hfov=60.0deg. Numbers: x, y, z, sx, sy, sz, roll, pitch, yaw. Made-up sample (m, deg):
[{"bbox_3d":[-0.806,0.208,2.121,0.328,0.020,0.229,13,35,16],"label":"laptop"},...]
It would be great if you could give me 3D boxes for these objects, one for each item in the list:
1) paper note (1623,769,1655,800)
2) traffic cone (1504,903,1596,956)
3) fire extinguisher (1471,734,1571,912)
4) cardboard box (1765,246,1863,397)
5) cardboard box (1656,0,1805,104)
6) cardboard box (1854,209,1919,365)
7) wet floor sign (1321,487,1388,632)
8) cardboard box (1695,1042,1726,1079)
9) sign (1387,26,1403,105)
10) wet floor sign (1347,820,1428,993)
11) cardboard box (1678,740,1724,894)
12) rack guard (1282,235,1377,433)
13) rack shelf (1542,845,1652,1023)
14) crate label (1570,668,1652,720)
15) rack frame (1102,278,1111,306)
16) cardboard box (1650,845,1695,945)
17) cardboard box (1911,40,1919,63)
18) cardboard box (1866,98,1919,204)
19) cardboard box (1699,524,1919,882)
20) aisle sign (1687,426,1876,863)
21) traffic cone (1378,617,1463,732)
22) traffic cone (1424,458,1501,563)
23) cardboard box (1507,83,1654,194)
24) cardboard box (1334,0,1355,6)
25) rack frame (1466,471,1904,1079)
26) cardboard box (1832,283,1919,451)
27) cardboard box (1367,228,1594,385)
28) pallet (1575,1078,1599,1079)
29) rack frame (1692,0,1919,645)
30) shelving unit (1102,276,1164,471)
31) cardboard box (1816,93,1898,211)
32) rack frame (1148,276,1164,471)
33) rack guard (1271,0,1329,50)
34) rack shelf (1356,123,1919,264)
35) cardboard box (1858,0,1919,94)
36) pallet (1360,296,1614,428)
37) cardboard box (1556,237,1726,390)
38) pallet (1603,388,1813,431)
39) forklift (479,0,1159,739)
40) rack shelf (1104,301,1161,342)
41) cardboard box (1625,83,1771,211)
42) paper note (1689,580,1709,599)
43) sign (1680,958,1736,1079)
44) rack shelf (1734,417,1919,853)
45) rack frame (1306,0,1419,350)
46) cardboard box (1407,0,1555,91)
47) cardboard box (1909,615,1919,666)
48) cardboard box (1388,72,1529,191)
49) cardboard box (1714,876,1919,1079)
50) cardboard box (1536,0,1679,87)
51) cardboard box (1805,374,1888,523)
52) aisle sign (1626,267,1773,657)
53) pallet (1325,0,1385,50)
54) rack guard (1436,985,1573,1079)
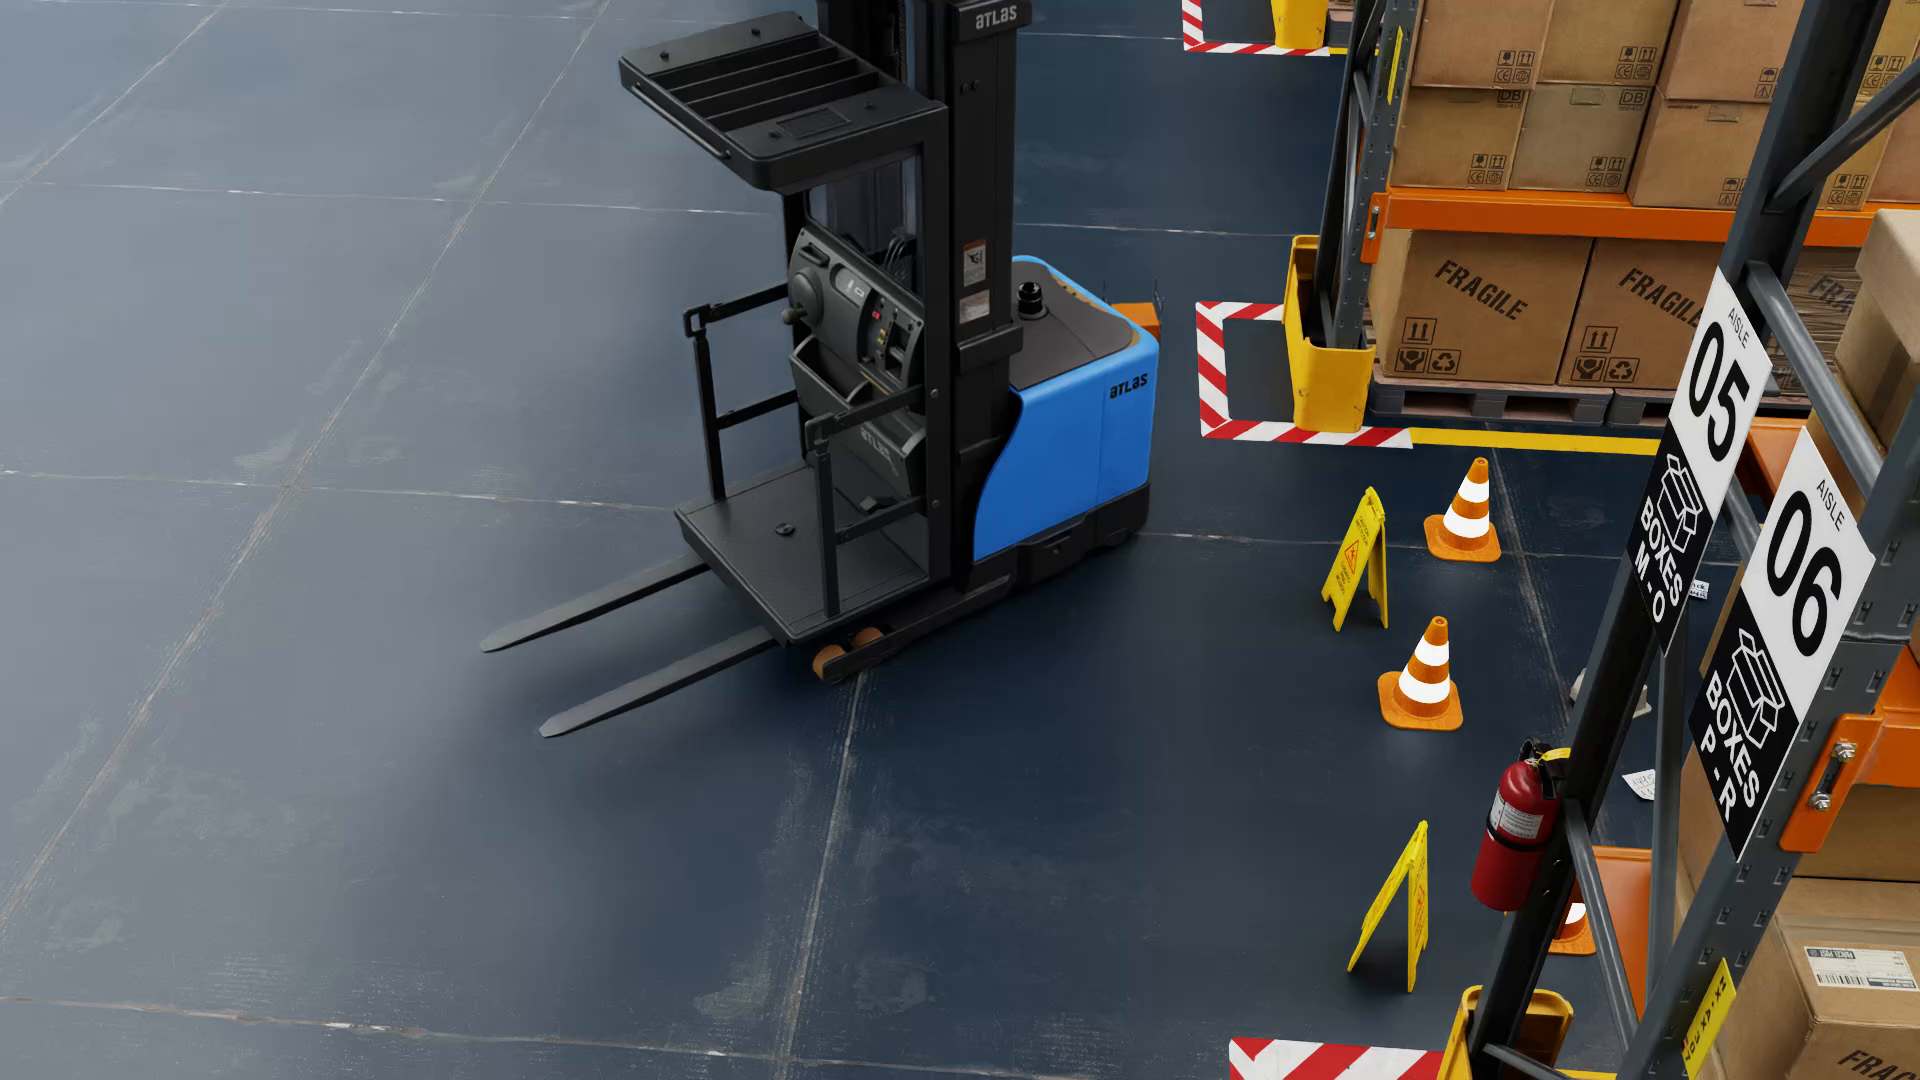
[{"bbox_3d":[2.771,0.982,6.689,0.142,0.019,0.148,-10,40,-12],"label":"paper note"},{"bbox_3d":[2.197,1.227,6.046,0.334,0.463,0.336,3,39,4],"label":"traffic cone"},{"bbox_3d":[1.583,0.765,4.666,0.183,0.674,0.296,3,39,4],"label":"fire extinguisher"},{"bbox_3d":[4.450,-1.333,8.533,0.875,0.875,0.875,3,39,4],"label":"cardboard box"},{"bbox_3d":[3.452,-2.432,7.558,0.550,0.550,0.875,3,39,4],"label":"cardboard box"},{"bbox_3d":[2.020,-0.511,3.364,0.250,0.149,0.380,3,39,4],"label":"cardboard box"},{"bbox_3d":[1.784,0.069,7.324,0.232,0.644,0.267,-3,39,-4],"label":"wet floor sign"},{"bbox_3d":[1.978,1.277,4.174,0.250,0.149,0.380,3,39,4],"label":"cardboard box"},{"bbox_3d":[1.930,-2.105,7.382,0.005,0.325,0.100,3,39,4],"label":"sign"},{"bbox_3d":[1.560,1.261,5.860,0.232,0.644,0.267,16,42,19],"label":"wet floor sign"},{"bbox_3d":[2.222,0.733,4.329,0.500,0.500,0.500,2,39,3],"label":"cardboard box"},{"bbox_3d":[1.960,-1.119,8.900,0.348,0.500,1.175,3,39,4],"label":"rack guard"},{"bbox_3d":[3.650,1.419,4.371,4.000,0.370,1.077,3,39,4],"label":"rack shelf"},{"bbox_3d":[2.743,0.641,7.025,0.298,0.136,0.250,-16,42,-19],"label":"crate label"},{"bbox_3d":[0.680,-0.751,8.011,0.008,1.050,0.200,-3,39,-3],"label":"rack frame"},{"bbox_3d":[2.048,1.014,4.497,0.250,0.149,0.380,4,39,5],"label":"cardboard box"},{"bbox_3d":[4.520,-2.461,7.594,0.550,0.550,0.875,3,39,4],"label":"cardboard box"},{"bbox_3d":[4.522,-2.060,7.956,0.550,0.550,0.875,3,39,4],"label":"cardboard box"},{"bbox_3d":[2.185,0.380,3.971,0.500,0.500,0.700,2,39,3],"label":"cardboard box"},{"bbox_3d":[1.569,0.215,3.221,0.004,0.787,0.394,3,39,4],"label":"aisle sign"},{"bbox_3d":[1.954,0.511,6.927,0.334,0.463,0.336,3,39,4],"label":"traffic cone"},{"bbox_3d":[2.390,-0.182,7.777,0.334,0.463,0.336,3,39,4],"label":"traffic cone"},{"bbox_3d":[2.907,-2.138,8.052,0.550,0.550,0.875,3,39,4],"label":"cardboard box"},{"bbox_3d":[3.133,-4.350,12.536,0.500,0.500,0.500,10,40,12],"label":"cardboard box"},{"bbox_3d":[1.657,1.031,4.277,0.127,3.000,1.000,3,39,4],"label":"rack frame"},{"bbox_3d":[2.190,-0.331,3.458,0.500,0.250,0.500,3,39,3],"label":"cardboard box"},{"bbox_3d":[2.665,-1.431,8.653,0.875,0.875,0.875,3,39,4],"label":"cardboard box"},{"bbox_3d":[2.539,2.183,5.071,1.213,0.211,1.003,3,39,4],"label":"pallet"},{"bbox_3d":[1.657,-1.295,2.384,0.127,3.000,1.000,3,39,4],"label":"rack frame"},{"bbox_3d":[0.802,-0.756,8.018,0.252,1.050,0.215,-3,39,-3],"label":"shelving unit"},{"bbox_3d":[3.986,-2.025,7.914,0.500,0.550,0.875,3,39,4],"label":"cardboard box"},{"bbox_3d":[0.924,-0.762,8.024,0.008,1.050,0.200,-3,39,-3],"label":"rack frame"},{"bbox_3d":[2.588,-4.228,12.719,0.348,0.500,1.175,3,39,4],"label":"rack guard"},{"bbox_3d":[3.976,-1.700,8.202,4.000,0.370,1.077,3,39,4],"label":"rack shelf"},{"bbox_3d":[3.991,-2.485,7.623,0.500,0.550,0.875,3,39,4],"label":"cardboard box"},{"bbox_3d":[2.787,-1.012,8.996,1.213,0.211,1.003,3,39,4],"label":"pallet"},{"bbox_3d":[3.542,-1.384,8.596,0.875,0.875,0.875,3,39,3],"label":"cardboard box"},{"bbox_3d":[3.999,-0.944,8.913,1.213,0.211,1.003,3,39,4],"label":"pallet"},{"bbox_3d":[-0.604,-0.899,6.703,3.031,2.935,1.130,-24,45,-26],"label":"forklift"},{"bbox_3d":[0.802,-0.968,7.845,0.240,0.259,0.215,-3,39,-3],"label":"rack shelf"},{"bbox_3d":[3.454,-2.028,7.917,0.550,0.550,0.875,3,39,4],"label":"cardboard box"},{"bbox_3d":[3.358,0.216,7.633,0.142,0.017,0.144,16,42,19],"label":"paper note"},{"bbox_3d":[1.611,1.037,3.585,0.005,0.325,0.100,3,39,4],"label":"sign"},{"bbox_3d":[3.650,0.256,3.424,4.000,0.370,1.077,3,39,4],"label":"rack shelf"},{"bbox_3d":[1.984,-2.087,8.109,0.127,3.000,1.000,3,39,4],"label":"rack frame"},{"bbox_3d":[2.350,-2.520,7.666,0.550,0.550,0.875,3,39,4],"label":"cardboard box"},{"bbox_3d":[1.960,0.188,3.137,0.250,0.149,0.380,3,39,4],"label":"cardboard box"},{"bbox_3d":[2.357,-2.154,8.072,0.550,0.550,0.875,3,39,4],"label":"cardboard box"},{"bbox_3d":[2.105,1.077,3.906,0.500,0.500,0.500,3,39,3],"label":"cardboard box"},{"bbox_3d":[2.906,-2.548,7.700,0.550,0.550,0.875,3,39,4],"label":"cardboard box"},{"bbox_3d":[2.037,-0.191,3.602,0.250,0.149,0.380,3,39,4],"label":"cardboard box"},{"bbox_3d":[1.620,-0.163,3.685,0.004,0.787,0.394,3,39,4],"label":"aisle sign"},{"bbox_3d":[3.394,-4.049,12.728,1.213,0.211,1.003,3,39,4],"label":"pallet"},{"bbox_3d":[1.733,2.005,5.061,0.348,0.500,1.175,3,39,4],"label":"rack guard"}]
